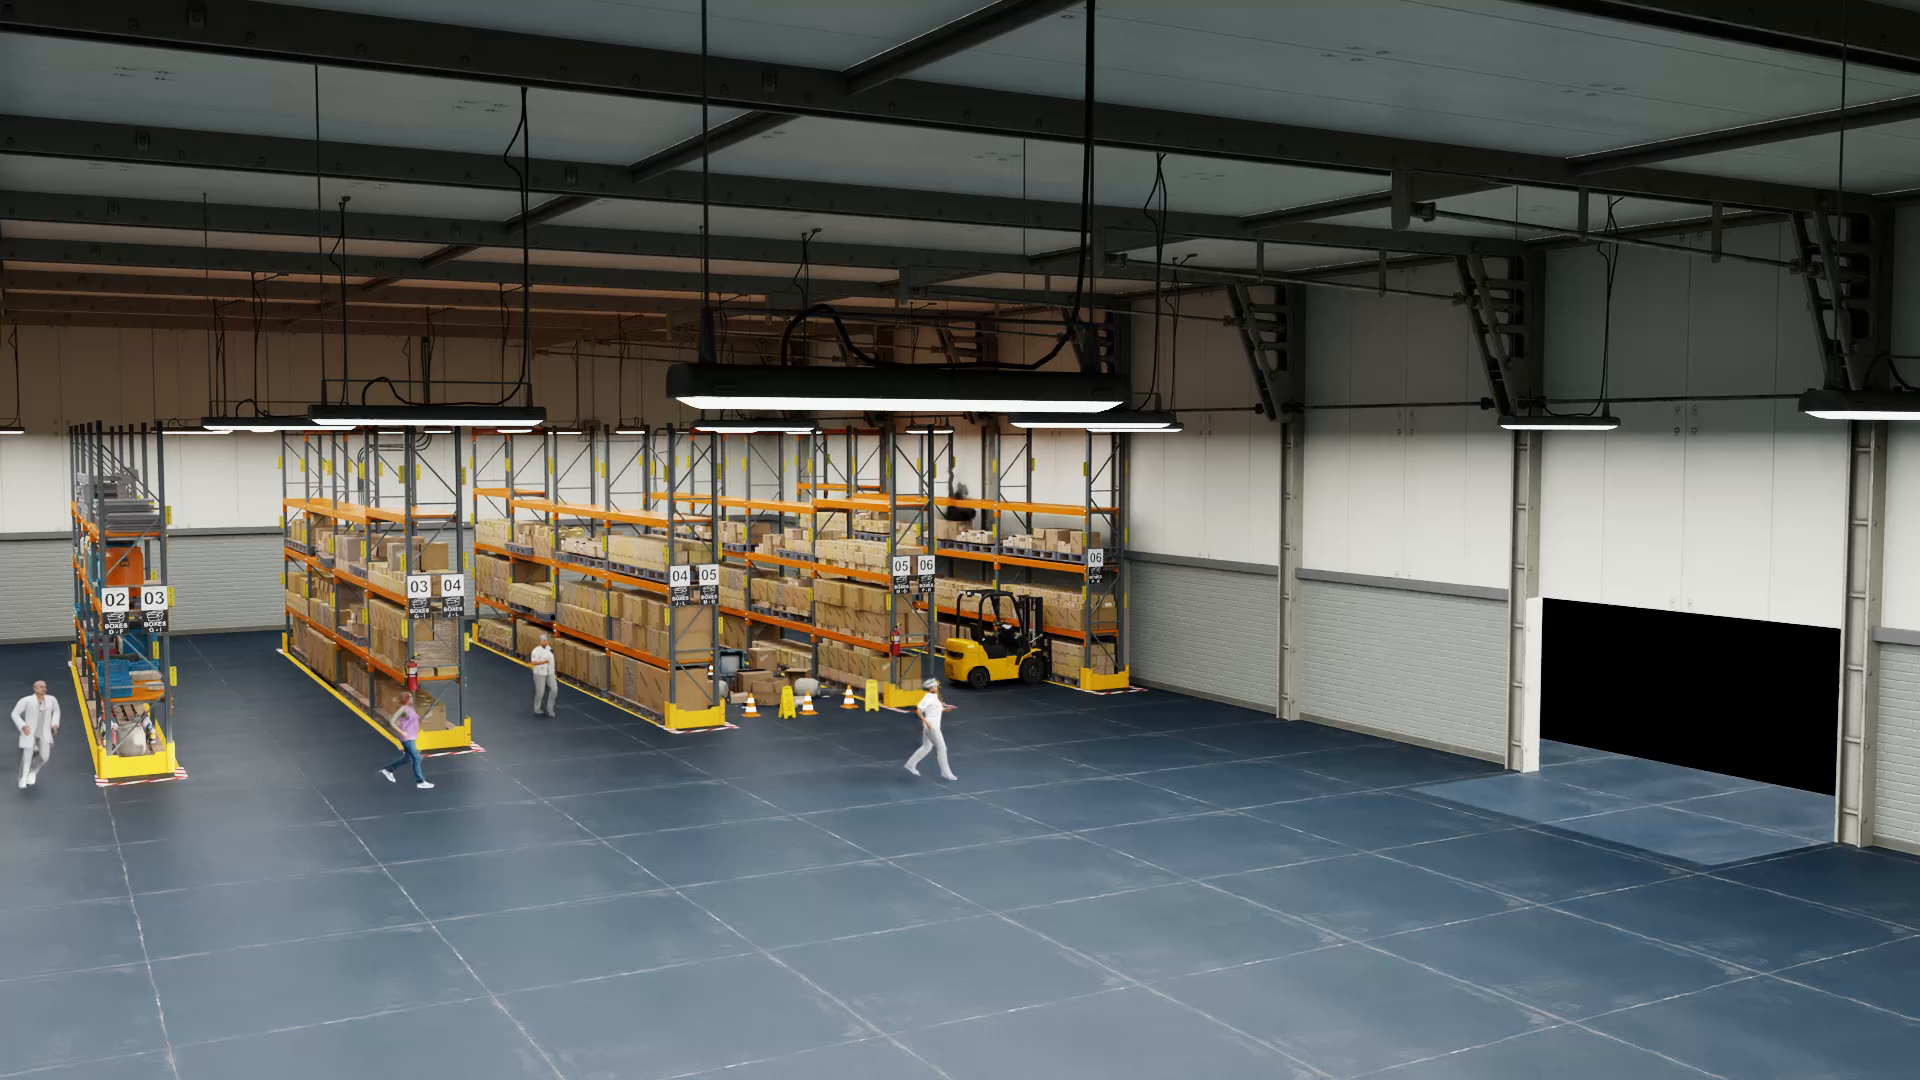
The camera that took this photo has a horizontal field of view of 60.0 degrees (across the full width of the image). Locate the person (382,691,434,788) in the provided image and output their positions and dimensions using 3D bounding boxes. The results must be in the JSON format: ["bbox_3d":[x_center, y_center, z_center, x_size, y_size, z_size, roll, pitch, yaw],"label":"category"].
[{"bbox_3d":[-9.000,3.243,27.047,0.877,1.577,0.544,0,4,1],"label":"person"}]

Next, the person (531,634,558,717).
[{"bbox_3d":[-8.519,2.794,34.128,0.582,1.714,0.680,-3,5,-40],"label":"person"}]

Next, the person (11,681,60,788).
[{"bbox_3d":[-15.136,3.202,27.318,0.774,1.662,0.579,-3,5,-44],"label":"person"}]

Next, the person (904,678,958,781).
[{"bbox_3d":[-0.473,3.142,27.718,0.890,1.711,0.566,0,4,1],"label":"person"}]
